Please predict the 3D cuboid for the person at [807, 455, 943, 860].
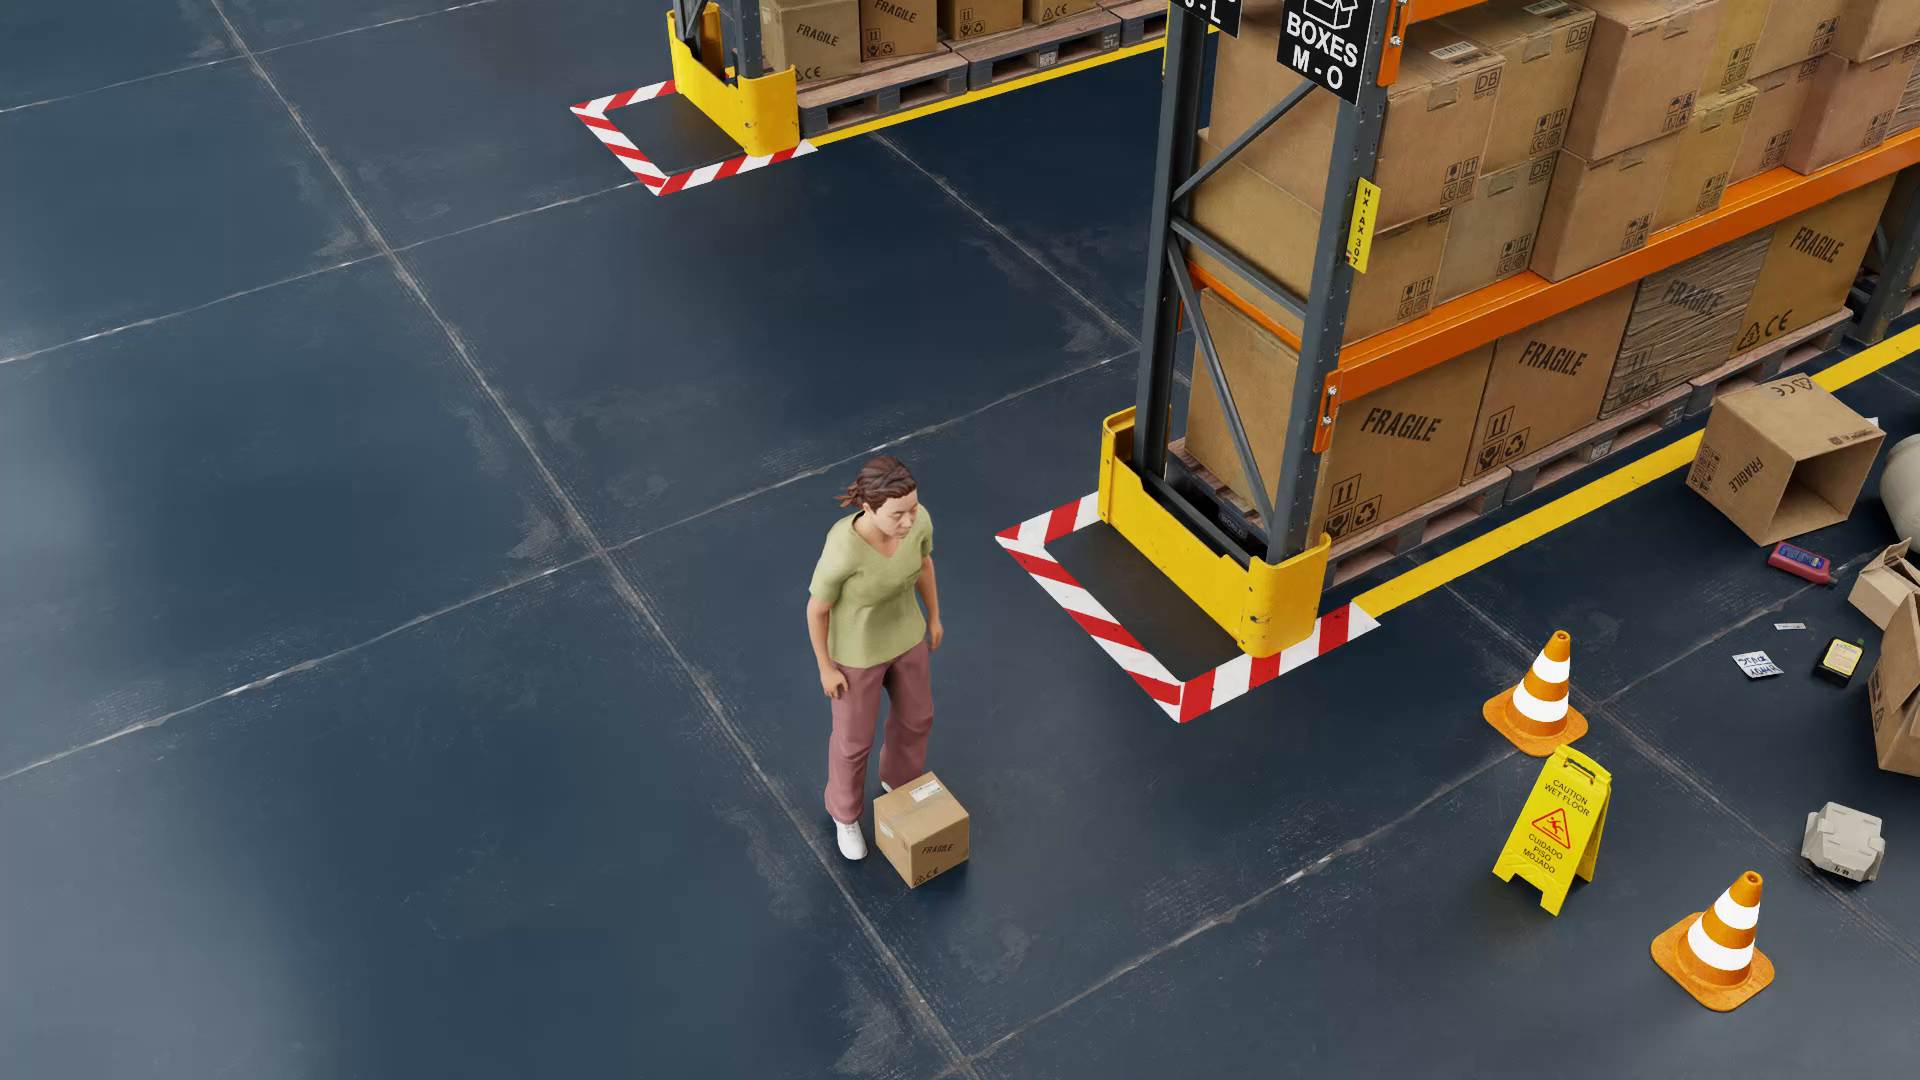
[{"bbox_3d":[-0.272,0.378,5.723,0.521,1.672,0.359,-25,47,-26],"label":"person"}]
